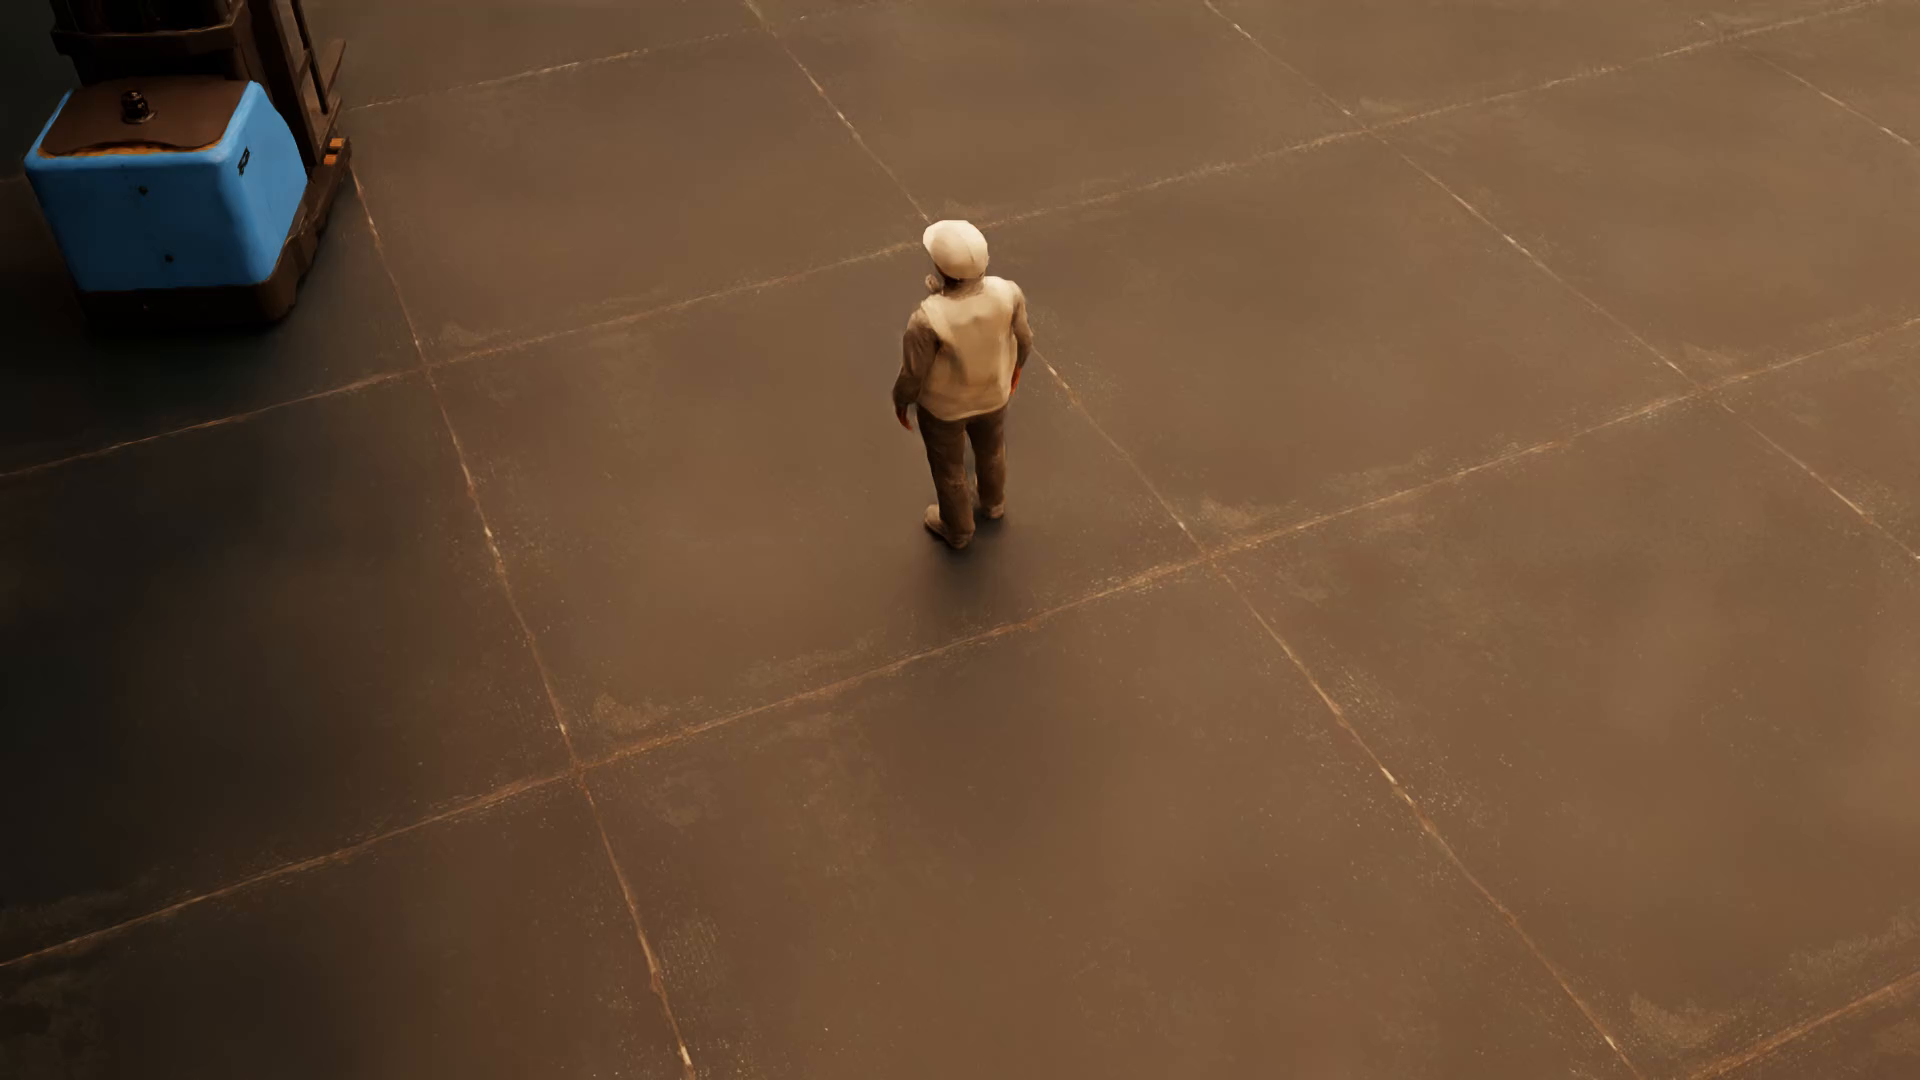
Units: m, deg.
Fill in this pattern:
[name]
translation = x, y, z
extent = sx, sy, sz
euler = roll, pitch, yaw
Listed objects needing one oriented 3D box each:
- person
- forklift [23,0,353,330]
[person]
translation = -0.020, -0.696, 7.264
extent = 0.632, 1.773, 0.563
euler = -18, 46, -18
[forklift]
translation = -4.311, -3.200, 9.109
extent = 1.130, 2.935, 3.031
euler = -3, 43, -4
